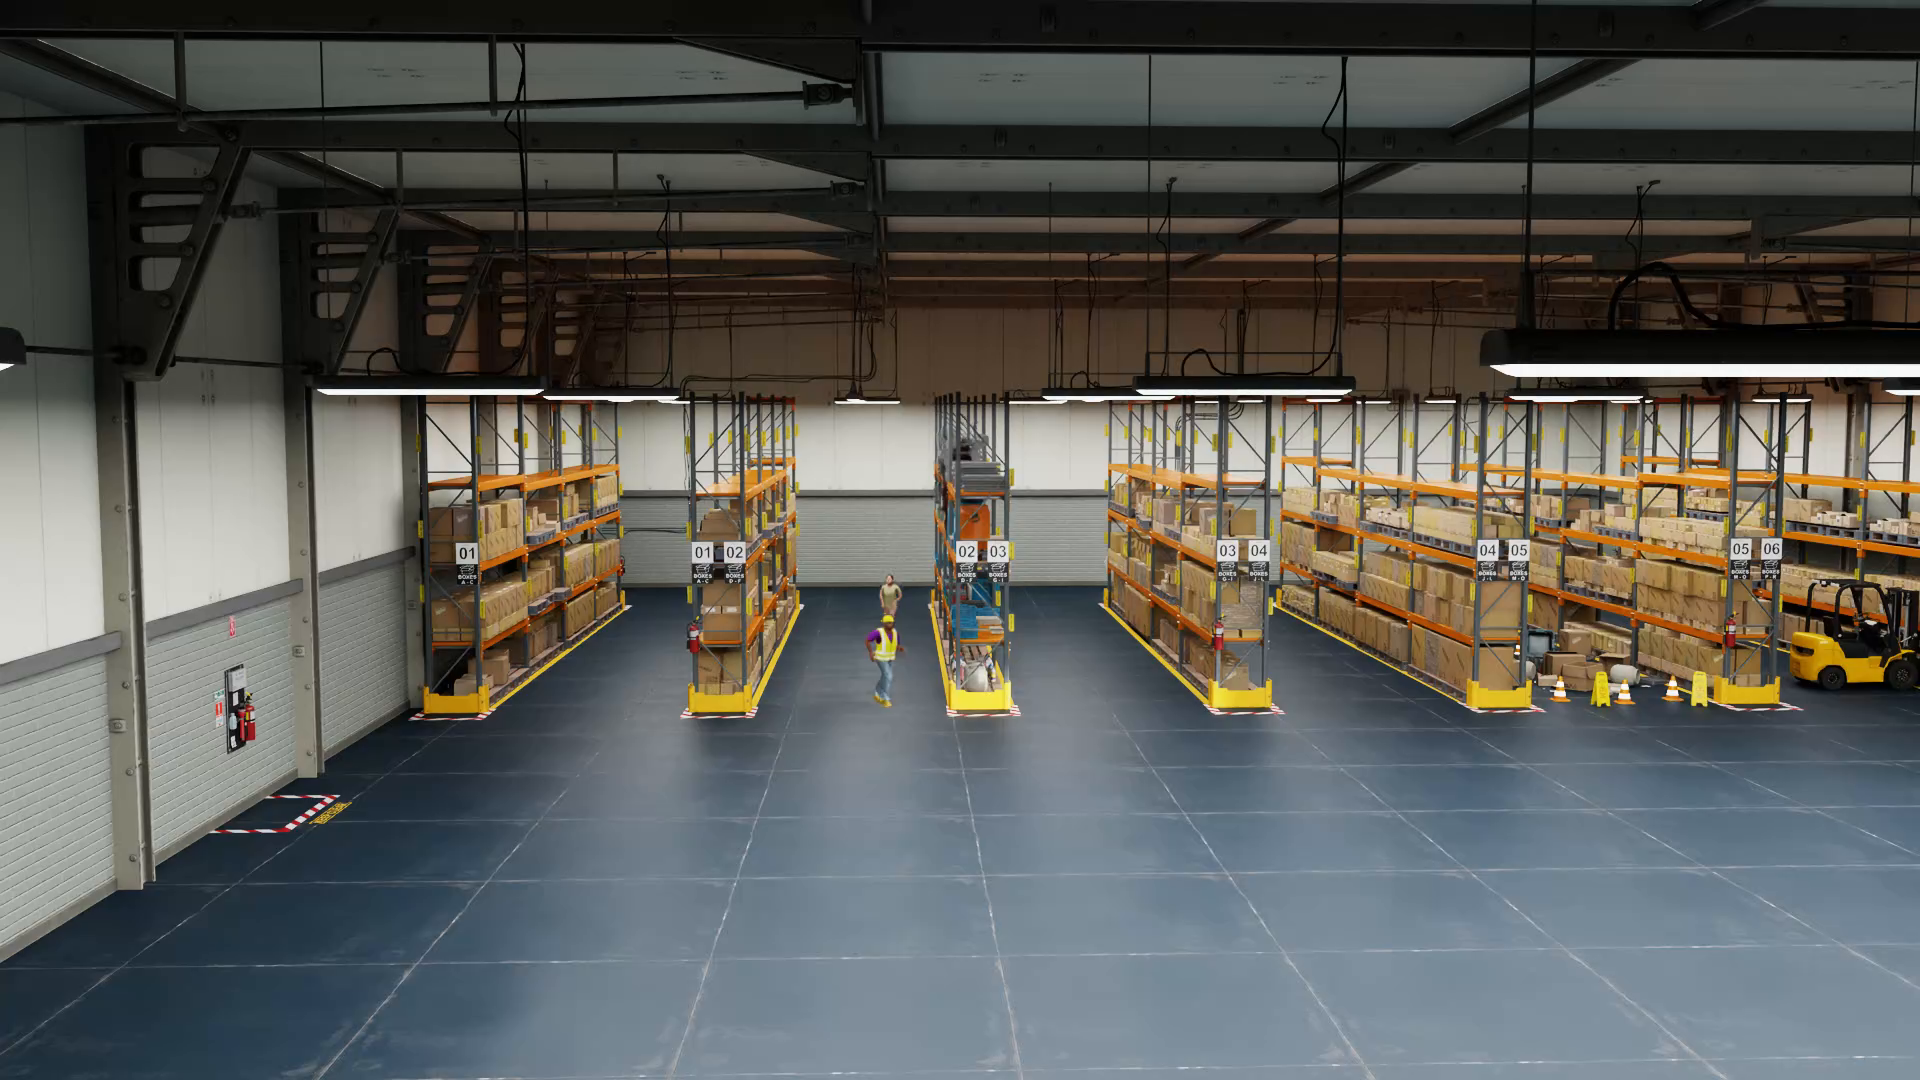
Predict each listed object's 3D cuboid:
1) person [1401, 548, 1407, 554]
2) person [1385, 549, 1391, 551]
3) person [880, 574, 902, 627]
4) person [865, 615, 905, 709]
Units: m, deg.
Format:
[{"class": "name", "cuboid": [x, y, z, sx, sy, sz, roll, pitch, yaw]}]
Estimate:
[{"class": "person", "cuboid": [13.234, 0.955, 49.625, 0.755, 1.628, 0.527, -2, 5, -19]}, {"class": "person", "cuboid": [11.959, 1.162, 46.481, 0.711, 1.664, 0.884, -2, 5, -25]}, {"class": "person", "cuboid": [-1.682, 1.605, 40.305, 0.570, 1.520, 0.595, 0, 5, 4]}, {"class": "person", "cuboid": [-1.421, 2.326, 31.780, 0.626, 1.812, 0.864, -4, 6, -44]}]
